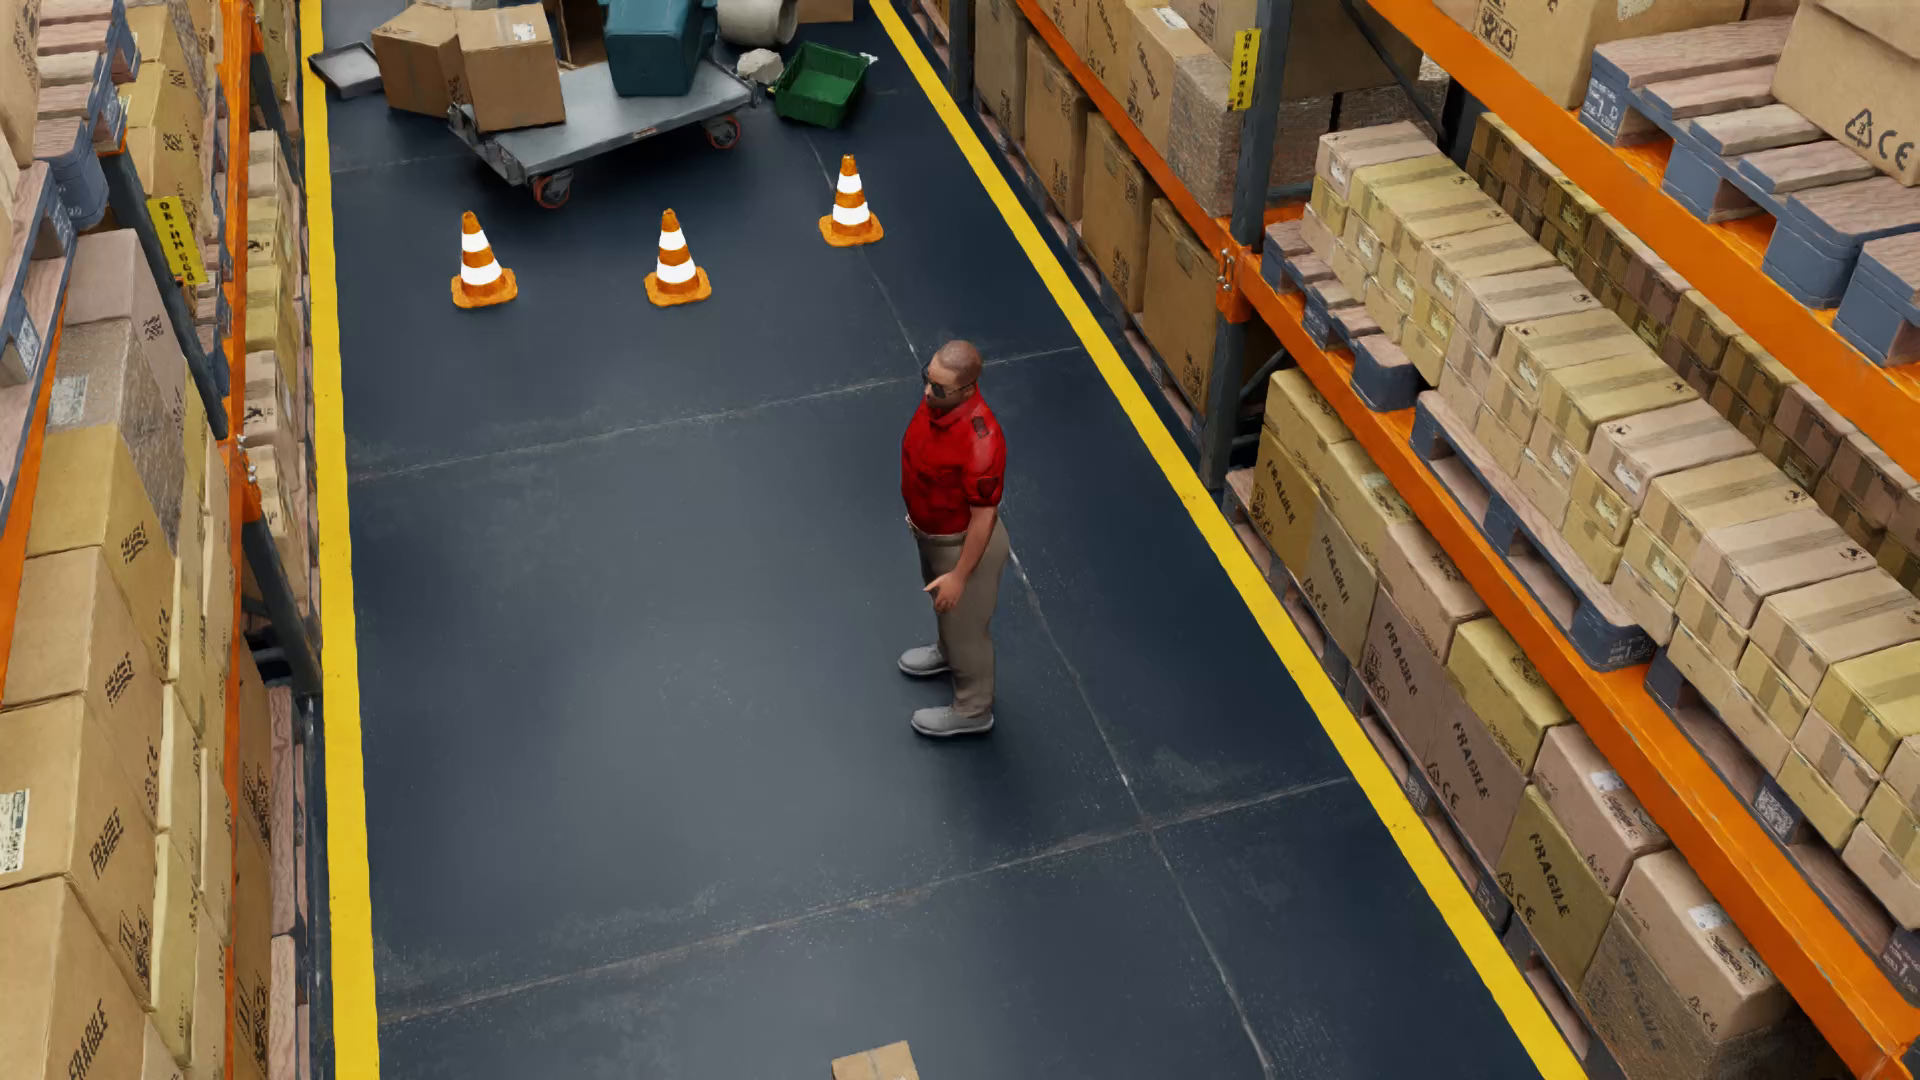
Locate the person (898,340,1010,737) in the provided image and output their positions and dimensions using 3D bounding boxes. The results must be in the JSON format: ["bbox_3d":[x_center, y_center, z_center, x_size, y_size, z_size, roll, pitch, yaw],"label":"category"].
[{"bbox_3d":[-0.039,-0.004,6.146,0.396,1.734,0.570,-13,44,-14],"label":"person"}]
